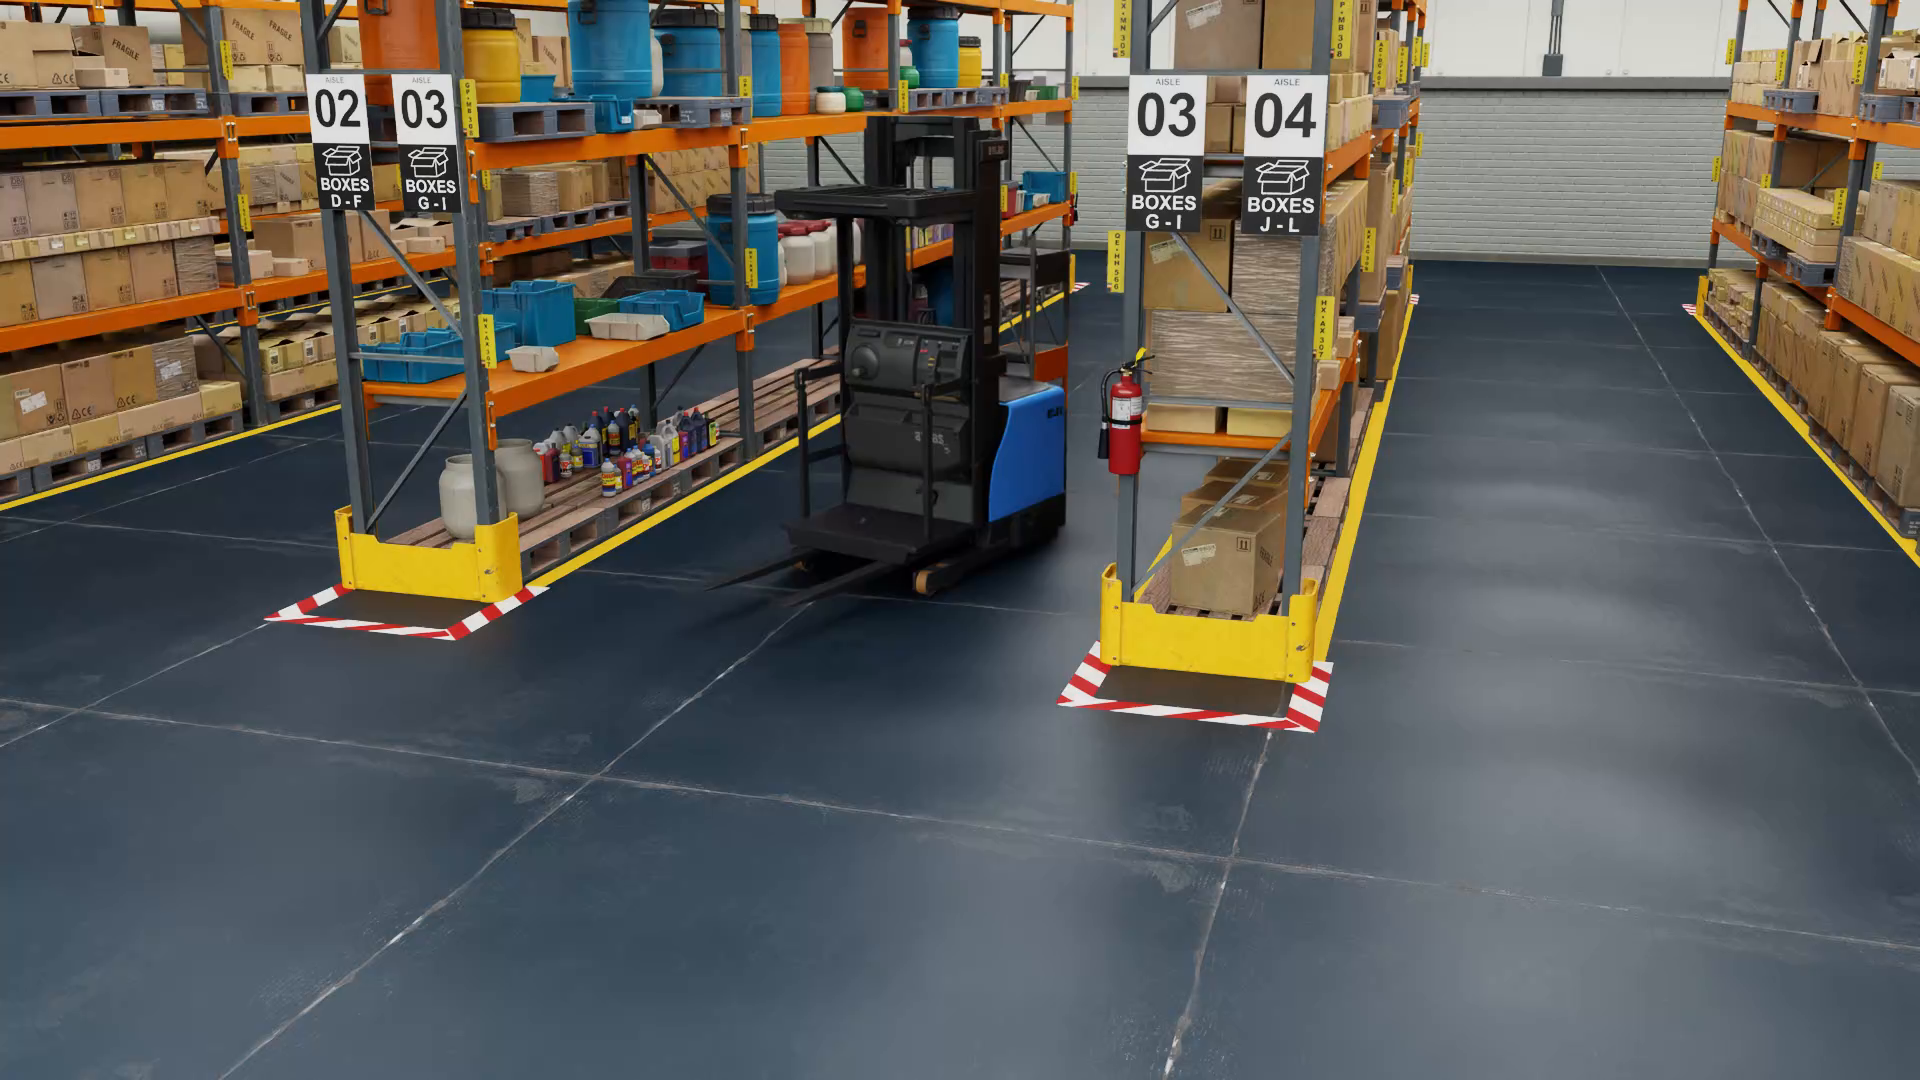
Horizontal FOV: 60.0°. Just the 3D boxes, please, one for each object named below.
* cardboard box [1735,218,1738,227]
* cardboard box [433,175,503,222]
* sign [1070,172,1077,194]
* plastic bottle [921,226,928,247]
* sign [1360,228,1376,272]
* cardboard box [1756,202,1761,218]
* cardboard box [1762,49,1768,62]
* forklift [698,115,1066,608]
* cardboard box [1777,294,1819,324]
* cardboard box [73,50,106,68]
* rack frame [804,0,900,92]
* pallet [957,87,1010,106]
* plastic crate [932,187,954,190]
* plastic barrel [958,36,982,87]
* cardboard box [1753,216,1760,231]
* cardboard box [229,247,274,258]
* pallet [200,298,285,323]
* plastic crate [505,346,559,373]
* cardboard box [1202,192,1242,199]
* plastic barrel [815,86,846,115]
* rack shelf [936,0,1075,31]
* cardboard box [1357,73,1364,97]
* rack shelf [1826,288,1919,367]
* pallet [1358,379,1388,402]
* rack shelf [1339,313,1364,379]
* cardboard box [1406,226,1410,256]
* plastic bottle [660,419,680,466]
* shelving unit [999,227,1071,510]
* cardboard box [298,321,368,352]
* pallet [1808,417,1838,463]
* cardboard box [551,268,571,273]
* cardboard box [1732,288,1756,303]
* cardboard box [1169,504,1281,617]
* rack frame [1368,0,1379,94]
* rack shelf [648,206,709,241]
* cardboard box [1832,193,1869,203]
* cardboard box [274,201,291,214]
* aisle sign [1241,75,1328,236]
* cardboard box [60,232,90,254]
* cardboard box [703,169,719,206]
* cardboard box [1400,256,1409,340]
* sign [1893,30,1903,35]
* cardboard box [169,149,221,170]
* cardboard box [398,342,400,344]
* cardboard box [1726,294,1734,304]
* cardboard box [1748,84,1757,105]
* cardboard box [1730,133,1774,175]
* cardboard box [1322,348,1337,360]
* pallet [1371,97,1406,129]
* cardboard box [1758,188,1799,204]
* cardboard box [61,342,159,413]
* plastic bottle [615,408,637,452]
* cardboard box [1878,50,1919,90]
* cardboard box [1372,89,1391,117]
[{"bbox_3d":[9.931,-3.976,20.812,0.380,0.149,0.250,4,16,15],"label":"cardboard box"},{"bbox_3d":[-5.788,-4.013,19.529,0.700,0.500,0.500,-1,16,-3],"label":"cardboard box"},{"bbox_3d":[1.694,-5.338,24.852,0.100,0.325,0.005,5,16,16],"label":"sign"},{"bbox_3d":[-0.400,-3.450,18.708,0.061,0.283,0.133,5,16,16],"label":"plastic bottle"},{"bbox_3d":[3.023,-2.150,12.327,0.100,0.325,0.005,5,16,16],"label":"sign"},{"bbox_3d":[8.948,-3.613,18.215,0.380,0.149,0.250,5,17,17],"label":"cardboard box"},{"bbox_3d":[9.671,-5.703,19.568,0.380,0.149,0.250,5,16,15],"label":"cardboard box"},{"bbox_3d":[-0.471,-1.202,10.694,1.130,2.935,3.031,10,19,32],"label":"forklift"},{"bbox_3d":[8.740,-2.371,17.128,0.500,0.250,0.500,5,17,18],"label":"cardboard box"},{"bbox_3d":[-7.545,-3.960,13.935,0.500,0.311,0.500,4,16,13],"label":"cardboard box"},{"bbox_3d":[-1.111,-6.091,16.812,1.000,3.000,0.127,5,16,16],"label":"rack frame"},{"bbox_3d":[-0.104,-5.391,20.187,1.213,0.211,1.003,5,16,16],"label":"pallet"},{"bbox_3d":[-0.169,-4.421,21.838,0.392,0.384,0.575,5,16,16],"label":"plastic crate"},{"bbox_3d":[-0.039,-5.732,19.930,0.600,0.588,0.600,0,16,0],"label":"plastic barrel"},{"bbox_3d":[8.948,-3.470,18.256,0.380,0.149,0.250,4,16,13],"label":"cardboard box"},{"bbox_3d":[-6.922,-2.723,16.178,0.396,0.266,0.258,4,16,15],"label":"cardboard box"},{"bbox_3d":[-9.965,-3.150,22.548,1.003,0.211,1.213,5,16,16],"label":"pallet"},{"bbox_3d":[-2.822,-1.194,11.025,0.298,0.136,0.250,5,16,16],"label":"plastic crate"},{"bbox_3d":[1.714,-1.955,10.664,0.500,0.500,0.500,5,16,16],"label":"cardboard box"},{"bbox_3d":[-1.249,-4.230,16.003,0.301,0.262,0.301,0,16,0],"label":"plastic barrel"},{"bbox_3d":[0.594,-7.122,22.499,1.077,0.370,4.000,5,16,16],"label":"rack shelf"},{"bbox_3d":[2.480,-3.020,11.027,0.380,0.149,0.250,4,16,14],"label":"cardboard box"},{"bbox_3d":[7.796,-1.540,13.080,1.077,0.370,4.000,5,16,16],"label":"rack shelf"},{"bbox_3d":[3.934,-1.679,17.363,1.003,0.211,1.213,5,16,16],"label":"pallet"},{"bbox_3d":[3.069,-1.951,14.530,1.077,0.370,4.000,5,16,16],"label":"rack shelf"},{"bbox_3d":[5.806,-3.920,23.276,0.875,0.875,0.875,5,16,16],"label":"cardboard box"},{"bbox_3d":[-2.301,-0.770,13.095,0.144,0.351,0.185,5,16,16],"label":"plastic bottle"},{"bbox_3d":[0.496,-1.208,12.239,0.431,2.100,0.503,10,19,32],"label":"shelving unit"},{"bbox_3d":[-6.347,-2.047,16.791,0.500,0.311,0.500,4,16,14],"label":"cardboard box"},{"bbox_3d":[8.068,-0.867,14.501,1.003,0.211,1.213,5,16,16],"label":"pallet"},{"bbox_3d":[-5.384,-3.267,21.625,0.500,0.500,0.500,5,17,17],"label":"cardboard box"},{"bbox_3d":[9.588,-2.961,20.138,0.380,0.149,0.250,4,16,13],"label":"cardboard box"},{"bbox_3d":[1.558,0.111,9.752,0.500,0.500,0.500,8,18,26],"label":"cardboard box"},{"bbox_3d":[2.501,-4.660,11.768,1.000,3.000,0.127,5,16,16],"label":"rack frame"},{"bbox_3d":[-4.154,-4.813,24.621,1.077,0.370,4.000,5,16,16],"label":"rack shelf"},{"bbox_3d":[9.423,-3.565,17.503,0.380,0.149,0.250,4,16,14],"label":"cardboard box"},{"bbox_3d":[-9.482,-4.592,22.945,0.380,0.149,0.250,5,16,16],"label":"cardboard box"},{"bbox_3d":[1.634,-1.939,8.403,0.394,0.787,0.004,5,16,16],"label":"aisle sign"},{"bbox_3d":[-7.303,-2.414,13.470,0.380,0.149,0.250,5,17,18],"label":"cardboard box"},{"bbox_3d":[-3.887,-5.195,24.463,0.500,0.500,0.500,4,16,15],"label":"cardboard box"},{"bbox_3d":[4.612,-2.878,19.603,1.225,0.875,0.875,5,16,16],"label":"cardboard box"},{"bbox_3d":[10.034,-5.295,17.835,0.100,0.325,0.005,5,16,16],"label":"sign"},{"bbox_3d":[-9.943,-4.905,21.486,0.500,0.250,0.500,5,17,16],"label":"cardboard box"},{"bbox_3d":[-6.064,-2.046,17.815,0.500,0.250,0.500,5,17,17],"label":"cardboard box"},{"bbox_3d":[9.965,-3.085,21.119,0.380,0.149,0.250,4,16,13],"label":"cardboard box"},{"bbox_3d":[9.820,-5.368,20.037,0.500,0.250,0.500,5,16,16],"label":"cardboard box"},{"bbox_3d":[9.949,-4.811,20.733,0.500,0.500,0.500,4,16,15],"label":"cardboard box"},{"bbox_3d":[2.281,-1.183,10.963,0.380,0.149,0.250,5,16,16],"label":"cardboard box"},{"bbox_3d":[2.778,-3.280,12.743,1.213,0.211,1.003,5,16,16],"label":"pallet"},{"bbox_3d":[8.948,-3.756,18.175,0.380,0.149,0.250,6,17,19],"label":"cardboard box"},{"bbox_3d":[-7.210,-1.384,14.106,0.500,0.500,0.500,5,16,16],"label":"cardboard box"},{"bbox_3d":[-2.737,-0.905,13.572,0.144,0.351,0.185,5,16,16],"label":"plastic bottle"},{"bbox_3d":[7.948,-3.887,13.751,0.500,0.311,0.500,5,16,16],"label":"cardboard box"},{"bbox_3d":[3.464,-3.786,14.458,0.500,0.250,0.500,5,17,17],"label":"cardboard box"}]
